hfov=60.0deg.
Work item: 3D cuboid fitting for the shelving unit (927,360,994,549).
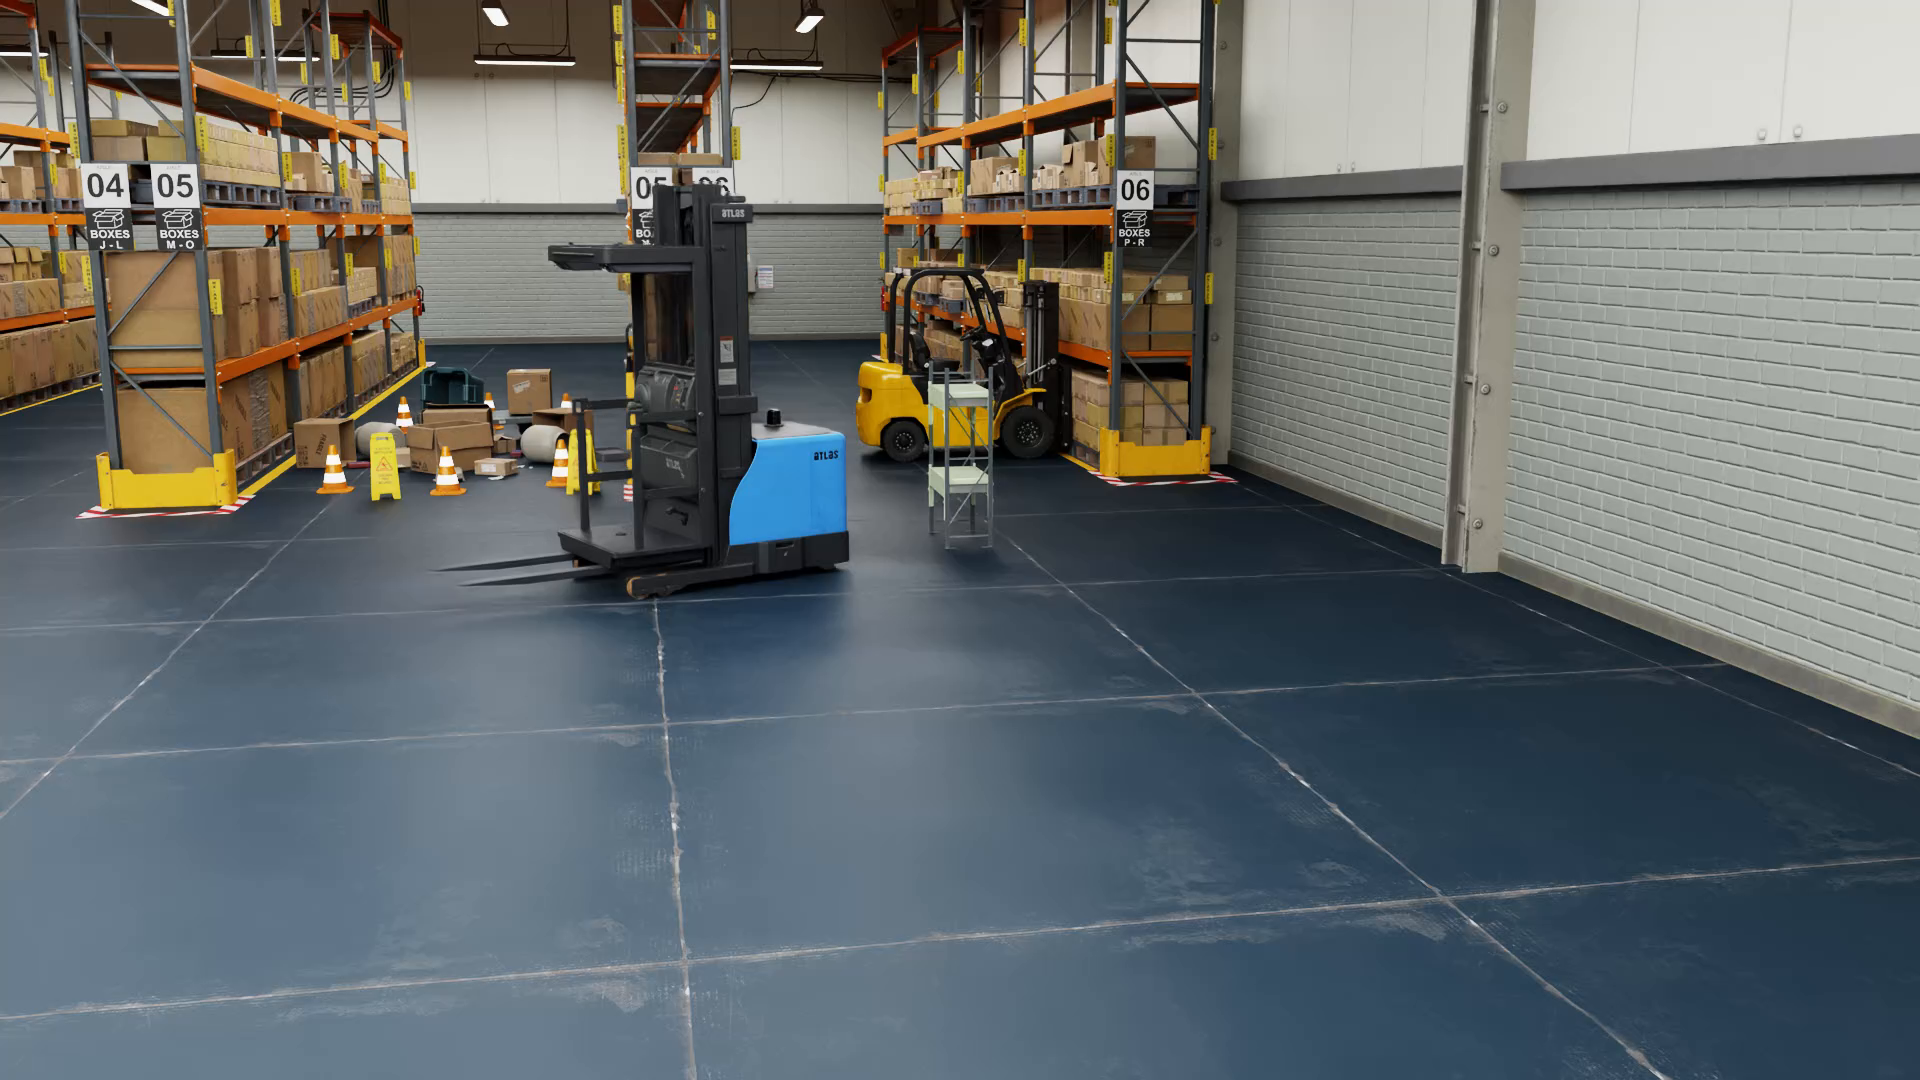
[{"bbox_3d":[0.001,-0.736,14.050,0.431,1.500,0.755,-2,11,-11],"label":"shelving unit"}]

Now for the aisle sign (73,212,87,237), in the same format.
[{"bbox_3d":[-15.906,-5.873,30.080,0.394,0.787,0.004,-2,11,-11],"label":"aisle sign"}]

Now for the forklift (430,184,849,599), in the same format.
[{"bbox_3d":[-2.365,-1.124,12.264,3.031,2.935,1.130,-7,13,-34],"label":"forklift"}]

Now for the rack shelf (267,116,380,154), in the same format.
[{"bbox_3d":[-9.545,-6.053,24.923,1.077,0.370,4.000,-2,11,-11],"label":"rack shelf"}]

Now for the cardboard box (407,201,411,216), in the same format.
[{"bbox_3d":[-10.364,-6.082,30.507,0.500,0.250,0.500,-2,11,-12],"label":"cardboard box"}]

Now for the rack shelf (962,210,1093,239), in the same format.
[{"bbox_3d":[0.937,-4.422,23.307,1.077,0.370,4.000,-2,11,-11],"label":"rack shelf"}]

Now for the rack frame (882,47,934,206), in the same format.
[{"bbox_3d":[-1.008,-8.083,32.595,1.000,3.000,0.127,-2,11,-11],"label":"rack frame"}]

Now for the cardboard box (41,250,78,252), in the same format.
[{"bbox_3d":[-15.565,-4.751,28.733,0.500,0.500,0.500,-2,11,-13],"label":"cardboard box"}]

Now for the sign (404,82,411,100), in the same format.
[{"bbox_3d":[-10.164,-8.256,30.585,0.100,0.325,0.005,-2,11,-11],"label":"sign"}]

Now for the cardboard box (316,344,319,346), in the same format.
[{"bbox_3d":[-9.547,-2.751,24.186,0.500,0.250,0.500,-2,11,-12],"label":"cardboard box"}]

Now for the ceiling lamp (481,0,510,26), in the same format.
[{"bbox_3d":[-7.079,-9.803,26.022,0.800,3.185,2.000,-2,11,-11],"label":"ceiling lamp"}]

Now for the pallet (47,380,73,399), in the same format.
[{"bbox_3d":[-14.595,-2.352,25.988,1.003,0.211,1.213,-2,11,-11],"label":"pallet"}]

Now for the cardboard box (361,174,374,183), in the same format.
[{"bbox_3d":[-9.753,-5.926,27.283,0.380,0.149,0.250,-2,11,-12],"label":"cardboard box"}]

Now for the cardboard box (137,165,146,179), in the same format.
[{"bbox_3d":[-8.046,-3.522,15.937,0.380,0.149,0.250,-2,11,-11],"label":"cardboard box"}]

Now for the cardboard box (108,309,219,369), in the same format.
[{"bbox_3d":[-7.717,-1.961,16.078,0.875,0.550,0.550,-2,11,-11],"label":"cardboard box"}]

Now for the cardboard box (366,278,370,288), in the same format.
[{"bbox_3d":[-9.508,-4.042,26.162,0.380,0.149,0.250,-2,11,-13],"label":"cardboard box"}]

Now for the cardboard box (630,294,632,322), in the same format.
[{"bbox_3d":[-3.731,-2.858,20.127,0.500,0.500,0.500,-2,11,-11],"label":"cardboard box"}]

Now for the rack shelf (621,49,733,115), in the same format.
[{"bbox_3d":[-3.154,-4.979,18.221,1.077,0.370,4.000,-2,11,-11],"label":"rack shelf"}]

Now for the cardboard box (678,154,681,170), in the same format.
[{"bbox_3d":[-2.698,-3.880,17.077,0.380,0.149,0.250,-2,11,-11],"label":"cardboard box"}]

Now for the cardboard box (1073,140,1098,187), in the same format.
[{"bbox_3d":[1.677,-4.243,18.786,0.700,0.500,0.500,-2,11,-11],"label":"cardboard box"}]

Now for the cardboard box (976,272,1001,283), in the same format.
[{"bbox_3d":[0.449,-3.872,24.514,0.380,0.149,0.250,-2,11,-9],"label":"cardboard box"}]

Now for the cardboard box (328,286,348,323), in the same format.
[{"bbox_3d":[-8.805,-3.265,23.060,0.500,0.500,0.500,-2,11,-11],"label":"cardboard box"}]

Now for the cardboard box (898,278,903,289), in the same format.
[{"bbox_3d":[-0.864,-4.837,31.192,0.500,0.250,0.500,-2,11,-13],"label":"cardboard box"}]

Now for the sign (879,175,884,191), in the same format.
[{"bbox_3d":[-1.541,-7.019,32.690,0.100,0.325,0.005,-2,11,-11],"label":"sign"}]

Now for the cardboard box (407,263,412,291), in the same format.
[{"bbox_3d":[-10.277,-4.783,30.243,0.500,0.500,0.500,-2,11,-12],"label":"cardboard box"}]

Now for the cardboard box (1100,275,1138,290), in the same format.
[{"bbox_3d":[1.749,-2.817,18.178,0.380,0.149,0.250,-2,11,-11],"label":"cardboard box"}]

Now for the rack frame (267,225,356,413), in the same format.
[{"bbox_3d":[-9.157,-3.289,23.452,1.000,3.000,0.127,-2,11,-11],"label":"rack frame"}]

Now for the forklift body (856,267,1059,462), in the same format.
[{"bbox_3d":[-0.055,-2.066,19.297,2.313,2.155,1.214,-2,11,-11],"label":"forklift body"}]

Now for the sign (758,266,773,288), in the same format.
[{"bbox_3d":[-4.463,-6.047,38.197,0.329,0.494,0.001,-2,11,-11],"label":"sign"}]

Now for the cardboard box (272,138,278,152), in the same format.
[{"bbox_3d":[-7.995,-4.497,18.926,0.380,0.149,0.250,-2,11,-11],"label":"cardboard box"}]

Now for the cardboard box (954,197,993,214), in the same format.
[{"bbox_3d":[0.210,-5.154,25.629,0.500,0.250,0.500,-2,11,-13],"label":"cardboard box"}]

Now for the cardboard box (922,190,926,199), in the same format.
[{"bbox_3d":[-0.435,-5.797,27.891,0.380,0.149,0.250,-2,11,-10],"label":"cardboard box"}]

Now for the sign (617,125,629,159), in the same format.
[{"bbox_3d":[-3.313,-3.912,16.337,0.100,0.325,0.005,-2,11,-11],"label":"sign"}]

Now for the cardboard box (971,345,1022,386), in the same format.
[{"bbox_3d":[0.655,-2.593,25.027,0.875,0.625,0.625,-2,11,-9],"label":"cardboard box"}]

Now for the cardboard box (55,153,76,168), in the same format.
[{"bbox_3d":[-15.214,-6.370,27.954,0.500,0.250,0.500,-2,11,-13],"label":"cardboard box"}]

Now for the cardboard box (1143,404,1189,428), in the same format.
[{"bbox_3d":[2.216,-1.396,18.403,0.500,0.250,0.500,-2,11,-10],"label":"cardboard box"}]

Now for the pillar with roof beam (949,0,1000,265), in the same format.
[{"bbox_3d":[-3.705,-7.353,28.762,9.100,9.000,0.548,-2,11,-11],"label":"pillar with roof beam"}]

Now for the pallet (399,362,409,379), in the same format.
[{"bbox_3d":[-10.341,-2.999,29.386,1.003,0.211,1.213,-2,11,-11],"label":"pallet"}]

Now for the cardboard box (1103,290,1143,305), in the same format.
[{"bbox_3d":[1.761,-2.622,17.949,0.380,0.149,0.250,-2,11,-10],"label":"cardboard box"}]

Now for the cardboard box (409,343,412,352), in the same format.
[{"bbox_3d":[-10.227,-3.526,30.406,0.380,0.149,0.250,-3,11,-13],"label":"cardboard box"}]

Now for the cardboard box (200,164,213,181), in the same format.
[{"bbox_3d":[-7.353,-3.501,15.830,0.380,0.149,0.250,-2,11,-11],"label":"cardboard box"}]

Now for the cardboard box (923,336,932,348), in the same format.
[{"bbox_3d":[-0.357,-3.283,28.987,0.500,0.500,0.500,-2,11,-9],"label":"cardboard box"}]

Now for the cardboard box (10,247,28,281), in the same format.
[{"bbox_3d":[-14.565,-4.159,25.076,0.797,0.503,0.637,-2,11,-10],"label":"cardboard box"}]

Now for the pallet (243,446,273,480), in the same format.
[{"bbox_3d":[-8.067,-0.819,17.933,1.003,0.211,1.213,-2,11,-11],"label":"pallet"}]

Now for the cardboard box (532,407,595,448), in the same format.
[{"bbox_3d":[-4.669,-1.281,19.582,0.500,0.500,0.500,6,12,28],"label":"cardboard box"}]

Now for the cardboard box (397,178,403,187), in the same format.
[{"bbox_3d":[-10.199,-6.407,29.809,0.380,0.149,0.250,-2,11,-10],"label":"cardboard box"}]

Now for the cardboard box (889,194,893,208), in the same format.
[{"bbox_3d":[-1.071,-6.498,31.896,0.500,0.250,0.500,-2,11,-10],"label":"cardboard box"}]

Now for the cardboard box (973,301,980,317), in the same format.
[{"bbox_3d":[0.487,-3.412,24.502,0.500,0.250,0.500,-2,11,-12],"label":"cardboard box"}]

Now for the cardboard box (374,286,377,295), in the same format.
[{"bbox_3d":[-9.663,-4.040,26.946,0.380,0.149,0.250,-2,11,-12],"label":"cardboard box"}]

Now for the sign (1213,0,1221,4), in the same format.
[{"bbox_3d":[2.649,-5.704,17.176,0.100,0.325,0.005,-2,11,-11],"label":"sign"}]

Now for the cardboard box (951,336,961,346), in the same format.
[{"bbox_3d":[0.056,-3.241,27.031,0.380,0.149,0.250,-2,11,-12],"label":"cardboard box"}]

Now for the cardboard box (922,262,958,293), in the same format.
[{"bbox_3d":[-0.255,-4.466,28.245,0.700,0.500,0.500,-2,11,-10],"label":"cardboard box"}]

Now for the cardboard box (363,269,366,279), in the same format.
[{"bbox_3d":[-9.468,-4.141,25.887,0.380,0.149,0.250,-2,11,-13],"label":"cardboard box"}]
